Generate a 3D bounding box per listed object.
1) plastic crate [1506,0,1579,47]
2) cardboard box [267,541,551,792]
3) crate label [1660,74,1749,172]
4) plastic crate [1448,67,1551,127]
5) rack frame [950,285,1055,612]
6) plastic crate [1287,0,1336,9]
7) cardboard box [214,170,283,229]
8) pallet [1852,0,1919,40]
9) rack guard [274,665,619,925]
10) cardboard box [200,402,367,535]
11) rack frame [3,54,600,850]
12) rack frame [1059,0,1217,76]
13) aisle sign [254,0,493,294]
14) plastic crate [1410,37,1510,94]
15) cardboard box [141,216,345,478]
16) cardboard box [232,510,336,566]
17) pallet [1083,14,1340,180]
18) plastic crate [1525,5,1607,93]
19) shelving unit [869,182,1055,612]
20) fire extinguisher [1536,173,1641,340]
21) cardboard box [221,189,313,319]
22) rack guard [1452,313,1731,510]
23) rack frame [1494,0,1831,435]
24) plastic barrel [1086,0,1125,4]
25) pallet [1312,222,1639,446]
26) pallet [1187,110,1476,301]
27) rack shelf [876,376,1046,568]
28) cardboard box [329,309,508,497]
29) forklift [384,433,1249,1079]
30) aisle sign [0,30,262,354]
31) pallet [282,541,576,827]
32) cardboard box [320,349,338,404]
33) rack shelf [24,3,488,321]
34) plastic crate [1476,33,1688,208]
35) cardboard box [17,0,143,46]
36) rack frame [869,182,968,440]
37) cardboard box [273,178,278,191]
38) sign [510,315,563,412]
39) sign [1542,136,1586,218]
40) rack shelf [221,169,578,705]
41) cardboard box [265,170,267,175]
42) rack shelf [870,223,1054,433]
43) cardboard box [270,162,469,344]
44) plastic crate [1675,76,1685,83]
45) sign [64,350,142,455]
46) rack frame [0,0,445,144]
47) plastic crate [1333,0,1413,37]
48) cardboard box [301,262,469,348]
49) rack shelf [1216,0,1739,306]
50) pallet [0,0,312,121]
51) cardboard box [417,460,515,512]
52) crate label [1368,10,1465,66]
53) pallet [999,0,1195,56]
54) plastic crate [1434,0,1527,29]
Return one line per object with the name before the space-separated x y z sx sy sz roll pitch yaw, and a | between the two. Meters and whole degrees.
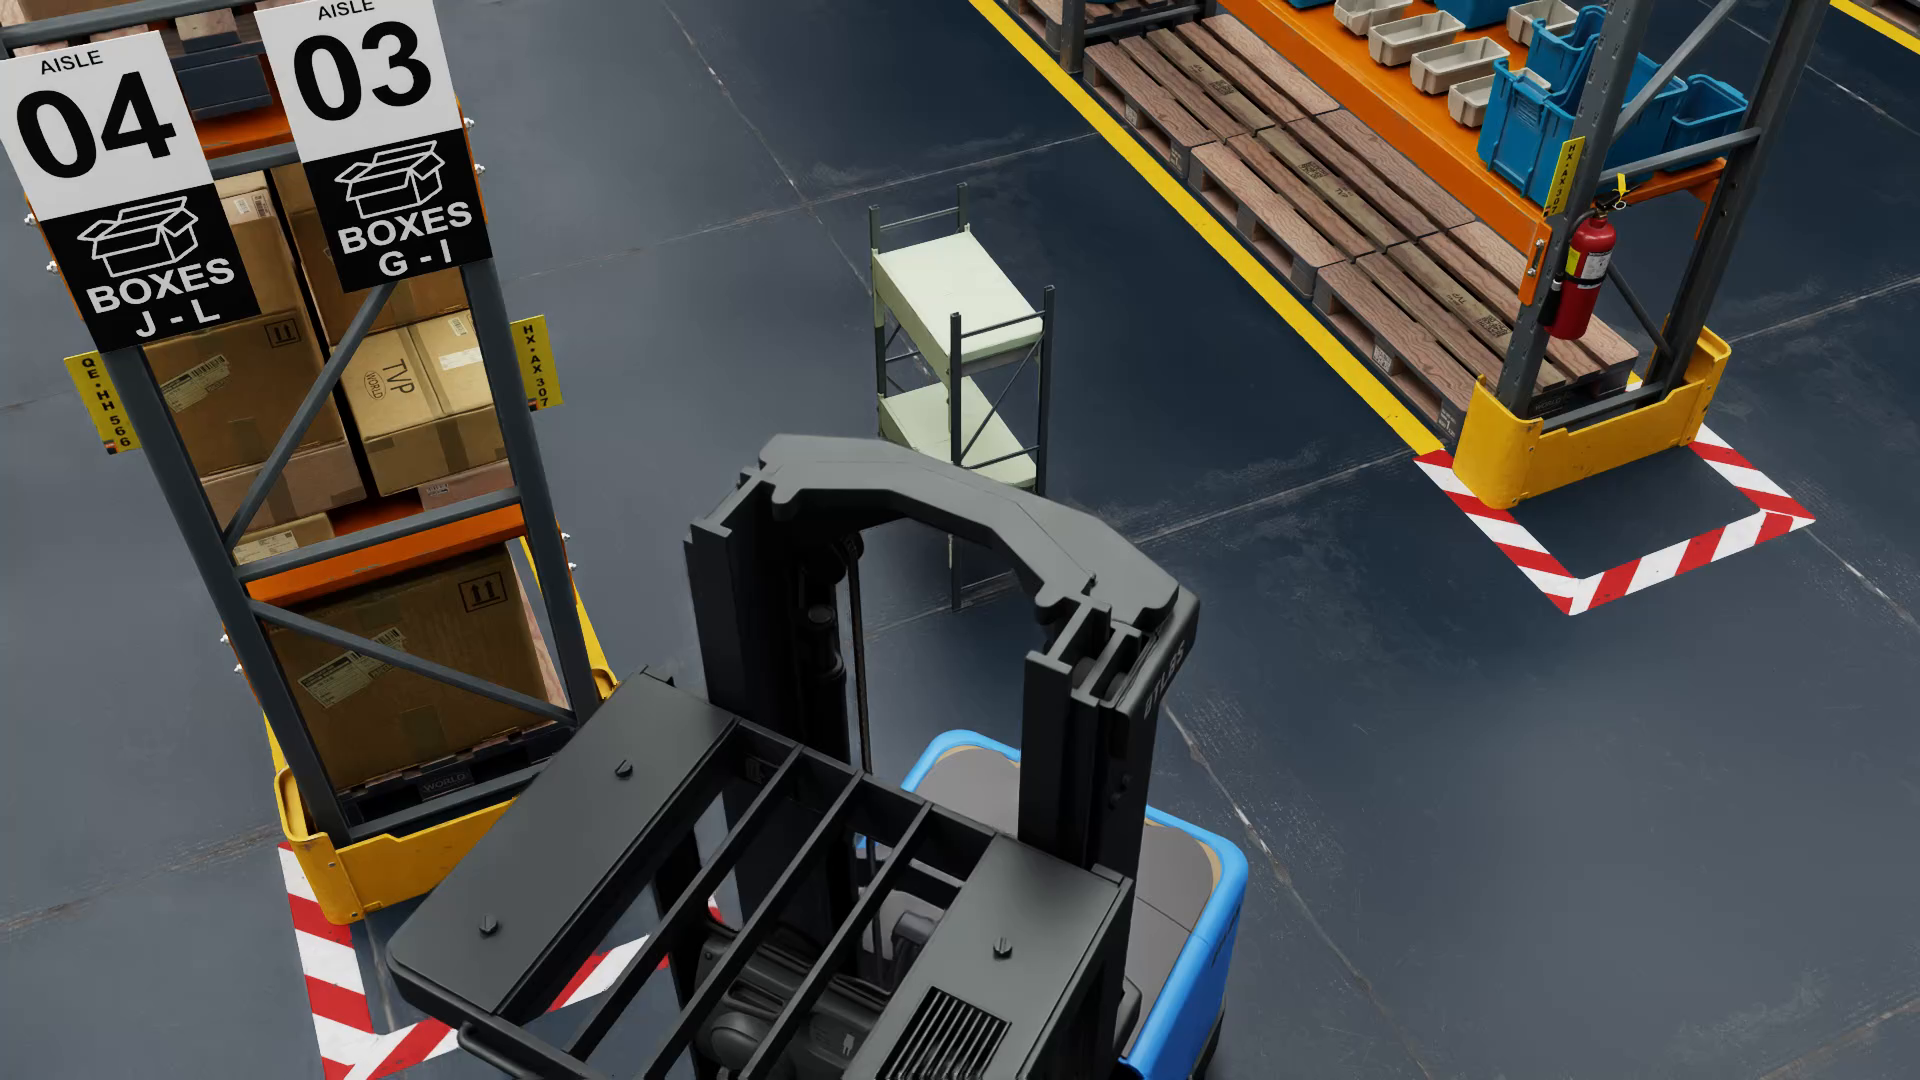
plastic crate | 2.609 -2.319 7.479 0.250 0.136 0.298 -18 47 -17
cardboard box | -2.076 0.209 5.985 0.875 0.875 0.875 -18 47 -17
crate label | 2.954 -1.692 6.775 0.416 0.233 0.303 -18 47 -17
plastic crate | 2.252 -1.870 7.023 0.396 0.136 0.243 -18 47 -17
rack frame | 0.151 -0.305 6.360 0.400 1.500 0.023 -18 47 -17
plastic crate | 1.663 -2.671 7.767 0.416 0.233 0.300 -18 47 -17
cardboard box | -2.829 -1.275 6.170 0.500 0.250 0.500 -18 47 -17
pallet | 6.378 -3.276 10.289 1.003 0.211 1.213 -18 47 -17
rack guard | -1.724 0.892 5.859 1.175 0.500 0.348 -18 47 -17
cardboard box | -2.179 -0.296 5.179 0.500 0.250 0.500 -19 48 -18
rack frame | -1.734 -0.013 4.997 1.000 3.000 0.127 -18 47 -17
rack frame | 1.078 -4.025 9.063 1.000 3.000 0.127 -18 47 -17
aisle sign | -1.432 -0.982 4.127 0.394 0.787 0.004 -18 47 -17
plastic crate | 2.144 -2.059 7.215 0.396 0.136 0.243 -18 47 -17
cardboard box | -2.178 -0.566 4.918 0.500 0.500 0.500 -17 47 -17
cardboard box | -2.183 -0.054 5.216 0.380 0.149 0.250 -17 47 -17
pallet | 1.422 -2.575 9.579 1.003 0.211 1.213 -18 47 -17
plastic crate | 2.678 -2.112 7.200 0.416 0.233 0.300 -18 47 -17
shelving unit | -0.003 -0.538 6.596 0.431 1.500 0.755 -18 47 -17
fire extinguisher | 2.411 -1.086 6.404 0.296 0.674 0.183 -18 47 -17
cardboard box | -2.606 -0.944 5.835 0.500 0.250 0.500 -20 48 -19
rack guard | 2.781 -0.575 7.346 1.175 0.500 0.348 -18 47 -17
rack frame | 2.759 -1.476 6.479 1.000 3.000 0.127 -18 47 -17
plastic barrel | 0.864 -3.779 10.009 0.600 0.901 0.708 -18 47 -17
pallet | 2.448 -1.021 8.003 1.003 0.211 1.213 -18 47 -17
pallet | 1.939 -1.797 8.790 1.003 0.211 1.213 -18 47 -17
rack shelf | -0.003 -0.306 6.825 0.431 0.370 0.720 -18 47 -17
cardboard box | -1.691 -0.452 5.336 0.500 0.250 0.500 -19 48 -18
forklift | -0.311 1.344 3.670 1.130 2.935 3.031 21 48 20
aisle sign | -1.976 -0.804 3.947 0.394 0.787 0.004 -18 47 -17
pallet | -2.142 0.493 6.469 1.003 0.211 1.213 -18 47 -17
cardboard box | -2.392 -0.620 5.506 0.500 0.250 0.500 -19 48 -18
rack shelf | -2.575 -2.100 5.488 1.077 0.370 4.000 -18 47 -17
plastic crate | 2.449 -1.668 6.606 0.616 0.435 0.499 -18 47 -17
cardboard box | -2.002 -1.617 4.045 0.700 0.500 0.500 -21 48 -20
rack frame | -0.157 -0.771 6.833 0.400 1.500 0.023 -18 47 -17
cardboard box | -2.125 -1.366 5.728 0.500 0.500 0.500 -19 48 -18
sign | -1.228 -0.510 4.827 0.100 0.325 0.005 -18 47 -17
sign | 2.267 -1.361 6.247 0.100 0.325 0.005 -18 47 -17
rack shelf | -2.575 -1.032 6.541 1.077 0.370 4.000 -18 47 -17
cardboard box | -3.029 -1.591 6.491 0.500 0.250 0.500 -17 47 -16
rack shelf | -0.003 -0.816 6.322 0.431 0.370 0.720 -18 47 -17
cardboard box | -1.901 -1.037 5.395 0.500 0.500 0.500 -19 48 -18
plastic crate | 2.895 -1.887 7.041 0.250 0.136 0.298 -18 47 -17
sign | -2.233 -0.359 4.354 0.100 0.325 0.005 -18 47 -17
rack frame | -1.734 -2.149 2.890 1.000 3.000 0.127 -18 47 -17
plastic crate | 1.863 -2.412 7.573 0.298 0.136 0.250 -18 47 -17
cardboard box | -1.916 -0.781 5.670 0.500 0.250 0.500 -19 48 -18
rack shelf | 1.919 -2.495 8.024 1.077 0.370 4.000 -18 47 -17
pallet | -2.056 -1.519 4.450 1.003 0.211 1.213 -18 47 -17
cardboard box | -1.584 -0.248 5.413 0.380 0.149 0.250 -18 47 -17
crate label | 2.004 -2.229 7.387 0.396 0.136 0.243 -18 47 -17
pallet | 0.791 -3.537 10.553 1.003 0.211 1.213 -18 47 -17
plastic crate | 2.401 -2.532 7.625 0.416 0.233 0.300 -18 47 -17
